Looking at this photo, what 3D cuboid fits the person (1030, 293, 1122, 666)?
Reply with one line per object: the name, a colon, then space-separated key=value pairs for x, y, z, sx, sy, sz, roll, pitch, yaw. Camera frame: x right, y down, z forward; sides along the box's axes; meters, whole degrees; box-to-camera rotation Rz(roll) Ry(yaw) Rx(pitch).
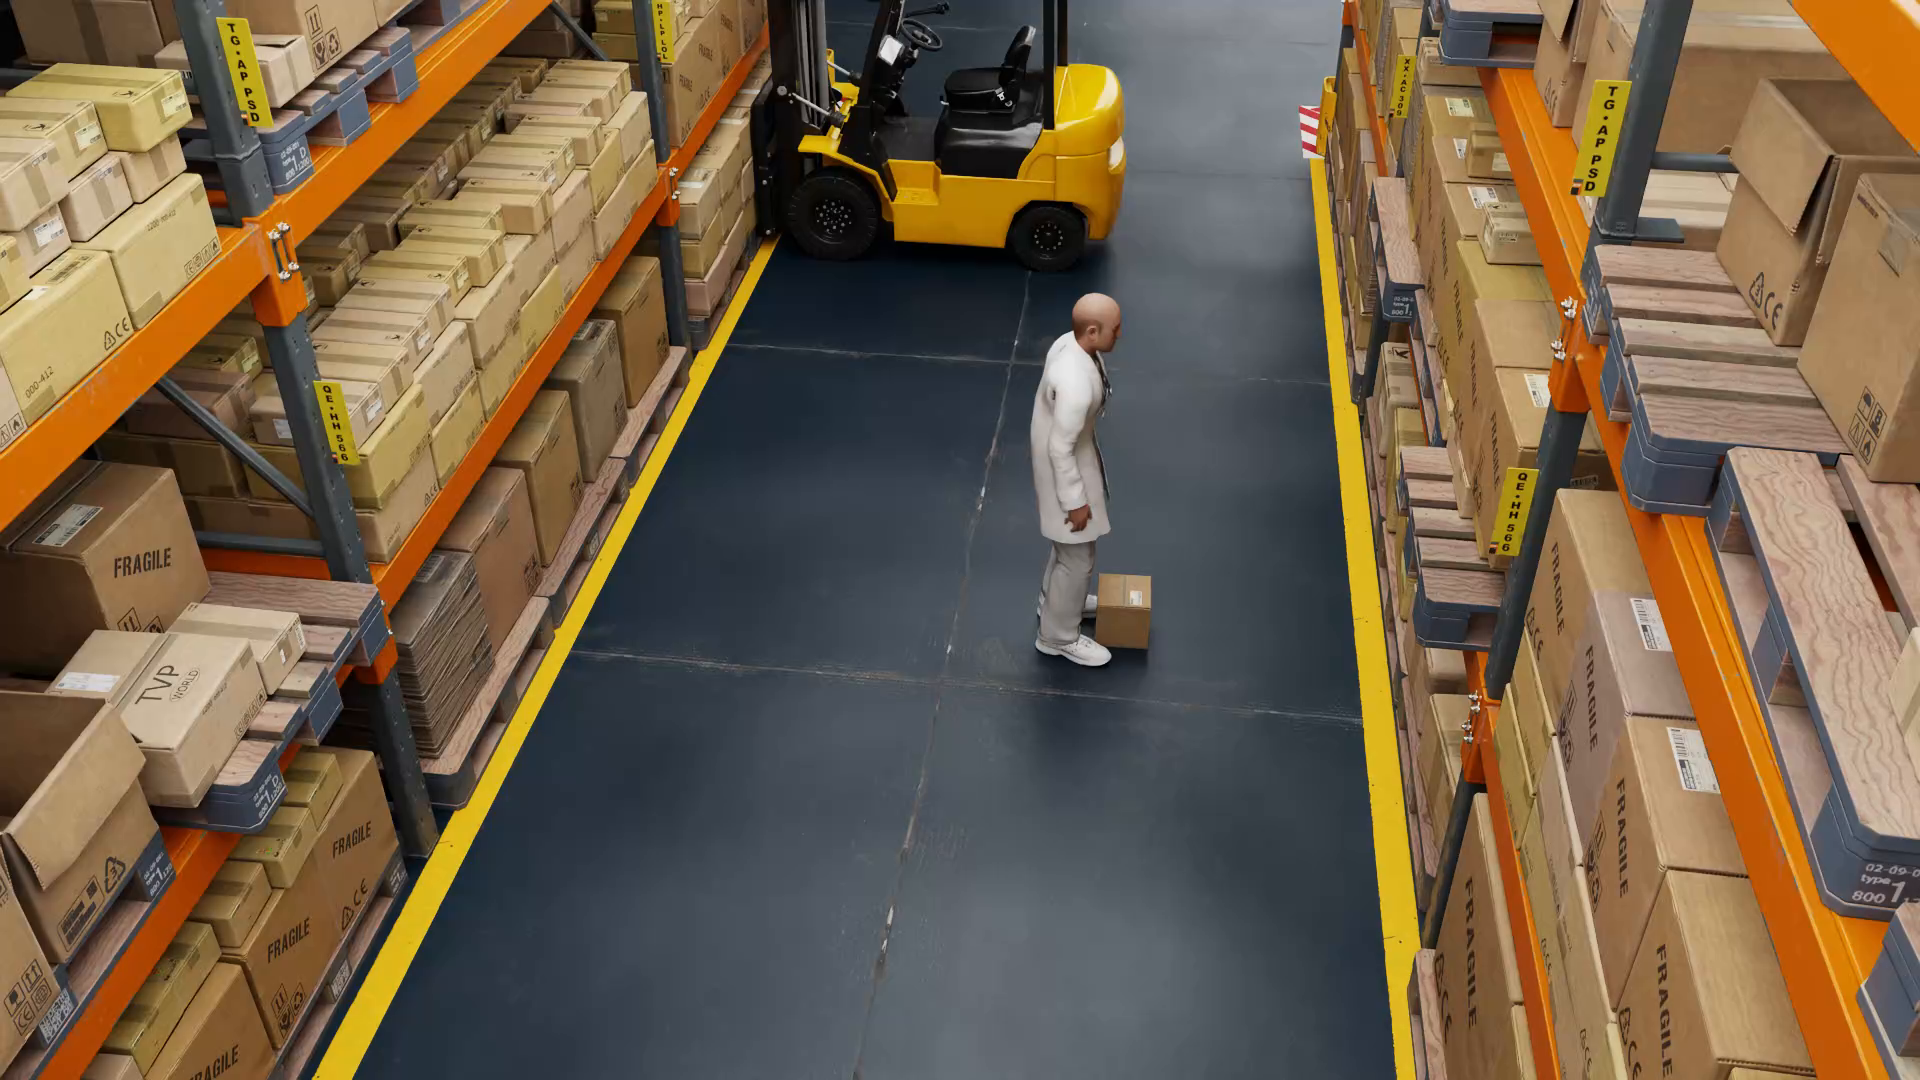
person: x=0.522 y=-0.294 z=7.465 sx=0.426 sy=1.773 sz=0.640 roll=4 pitch=36 yaw=6
